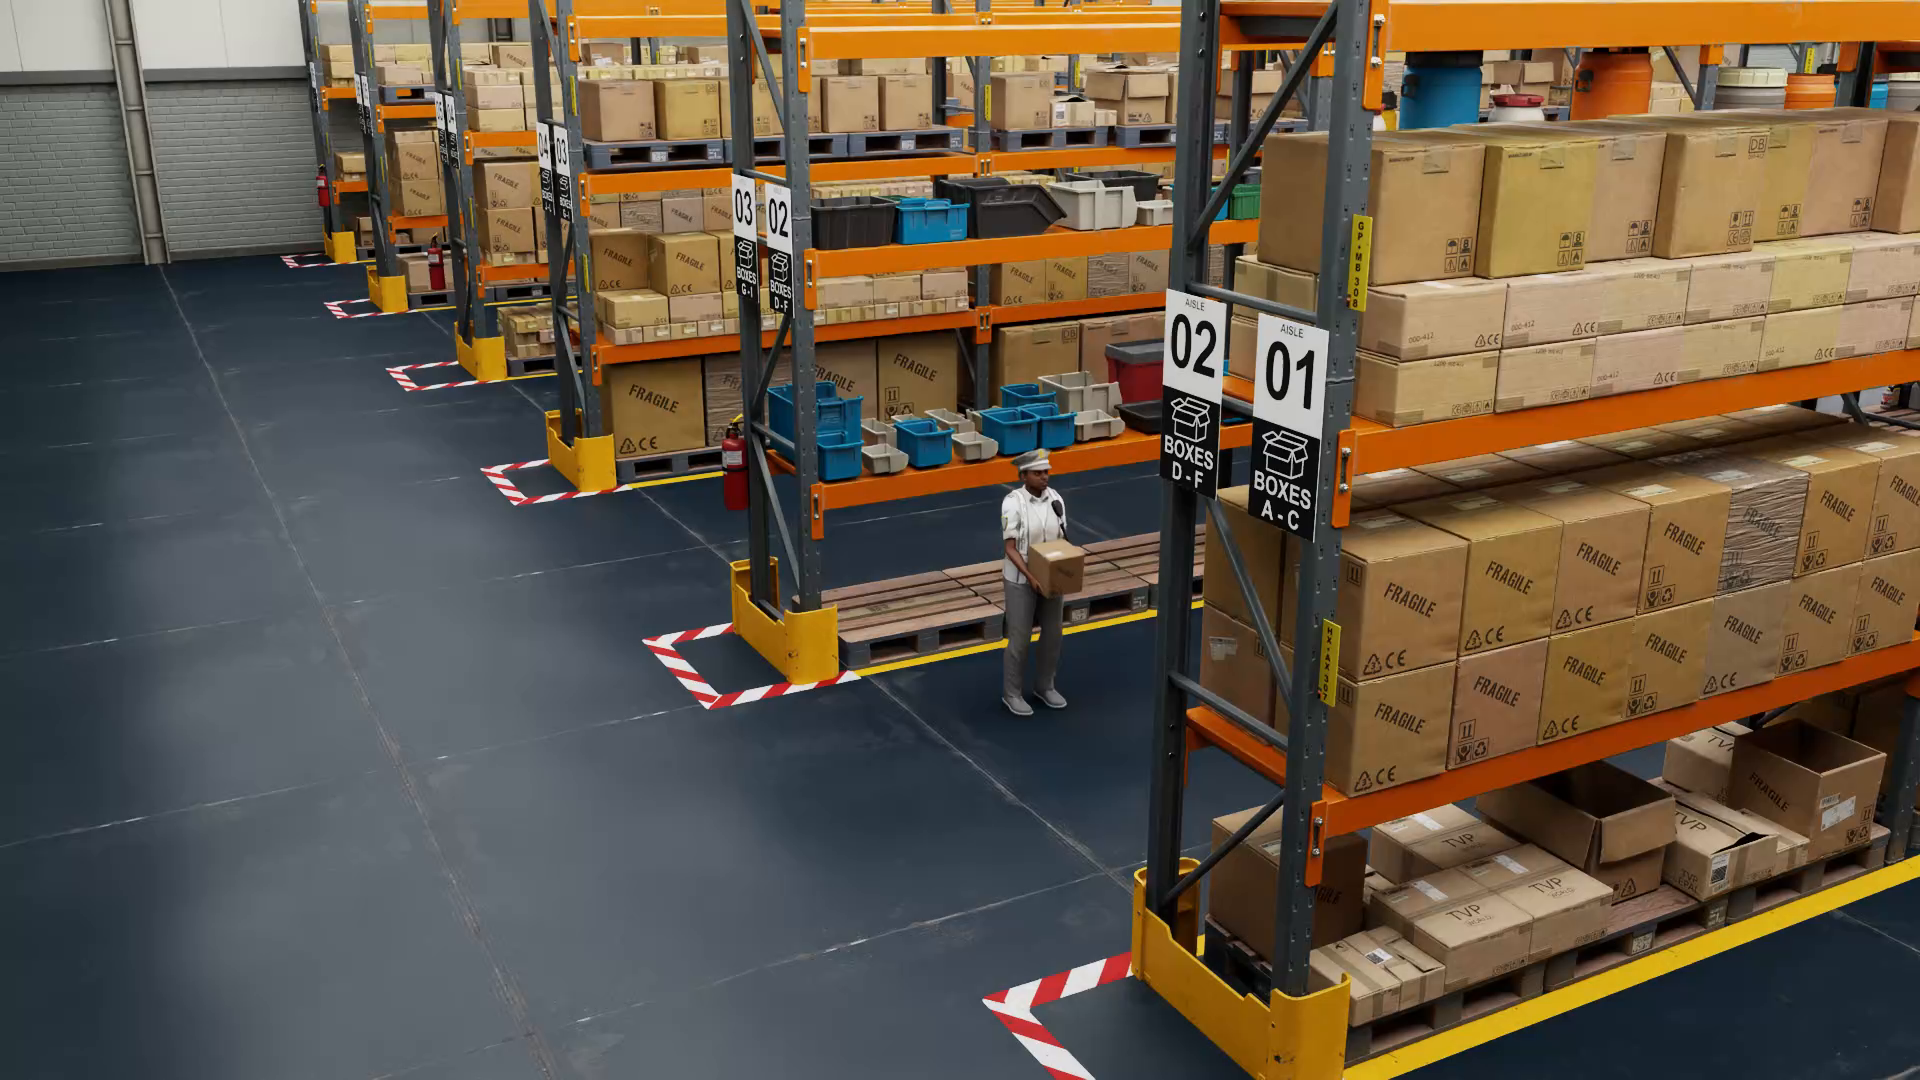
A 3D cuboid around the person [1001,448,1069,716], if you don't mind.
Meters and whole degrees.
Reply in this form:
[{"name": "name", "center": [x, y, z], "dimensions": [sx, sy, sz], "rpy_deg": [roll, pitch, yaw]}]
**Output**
[{"name": "person", "center": [0.495, 0.266, 10.313], "dimensions": [0.450, 1.688, 0.540], "rpy_deg": [-9, 21, -26]}]
